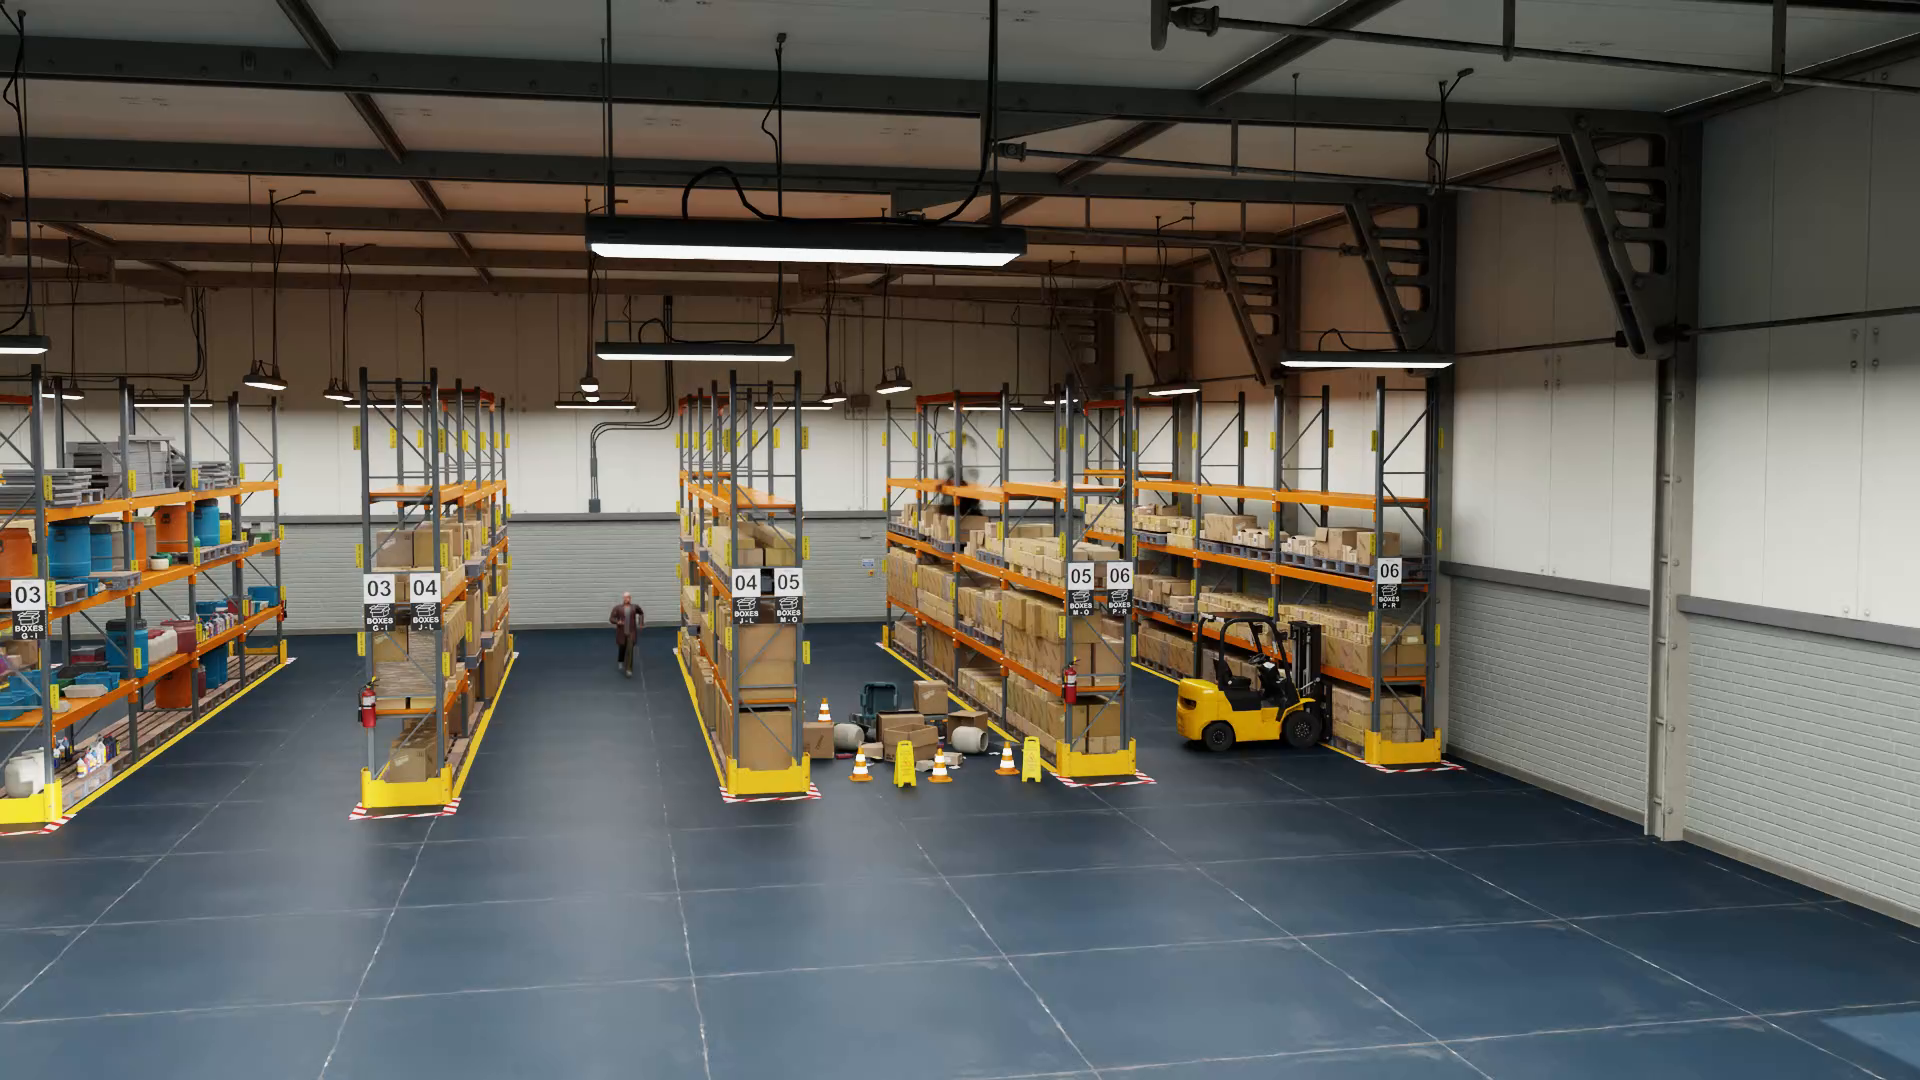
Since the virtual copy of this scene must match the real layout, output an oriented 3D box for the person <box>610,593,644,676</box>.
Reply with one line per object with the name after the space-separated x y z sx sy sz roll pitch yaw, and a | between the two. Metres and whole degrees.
-7.112 1.993 35.522 0.728 1.740 1.090 -1 3 -11 | person
